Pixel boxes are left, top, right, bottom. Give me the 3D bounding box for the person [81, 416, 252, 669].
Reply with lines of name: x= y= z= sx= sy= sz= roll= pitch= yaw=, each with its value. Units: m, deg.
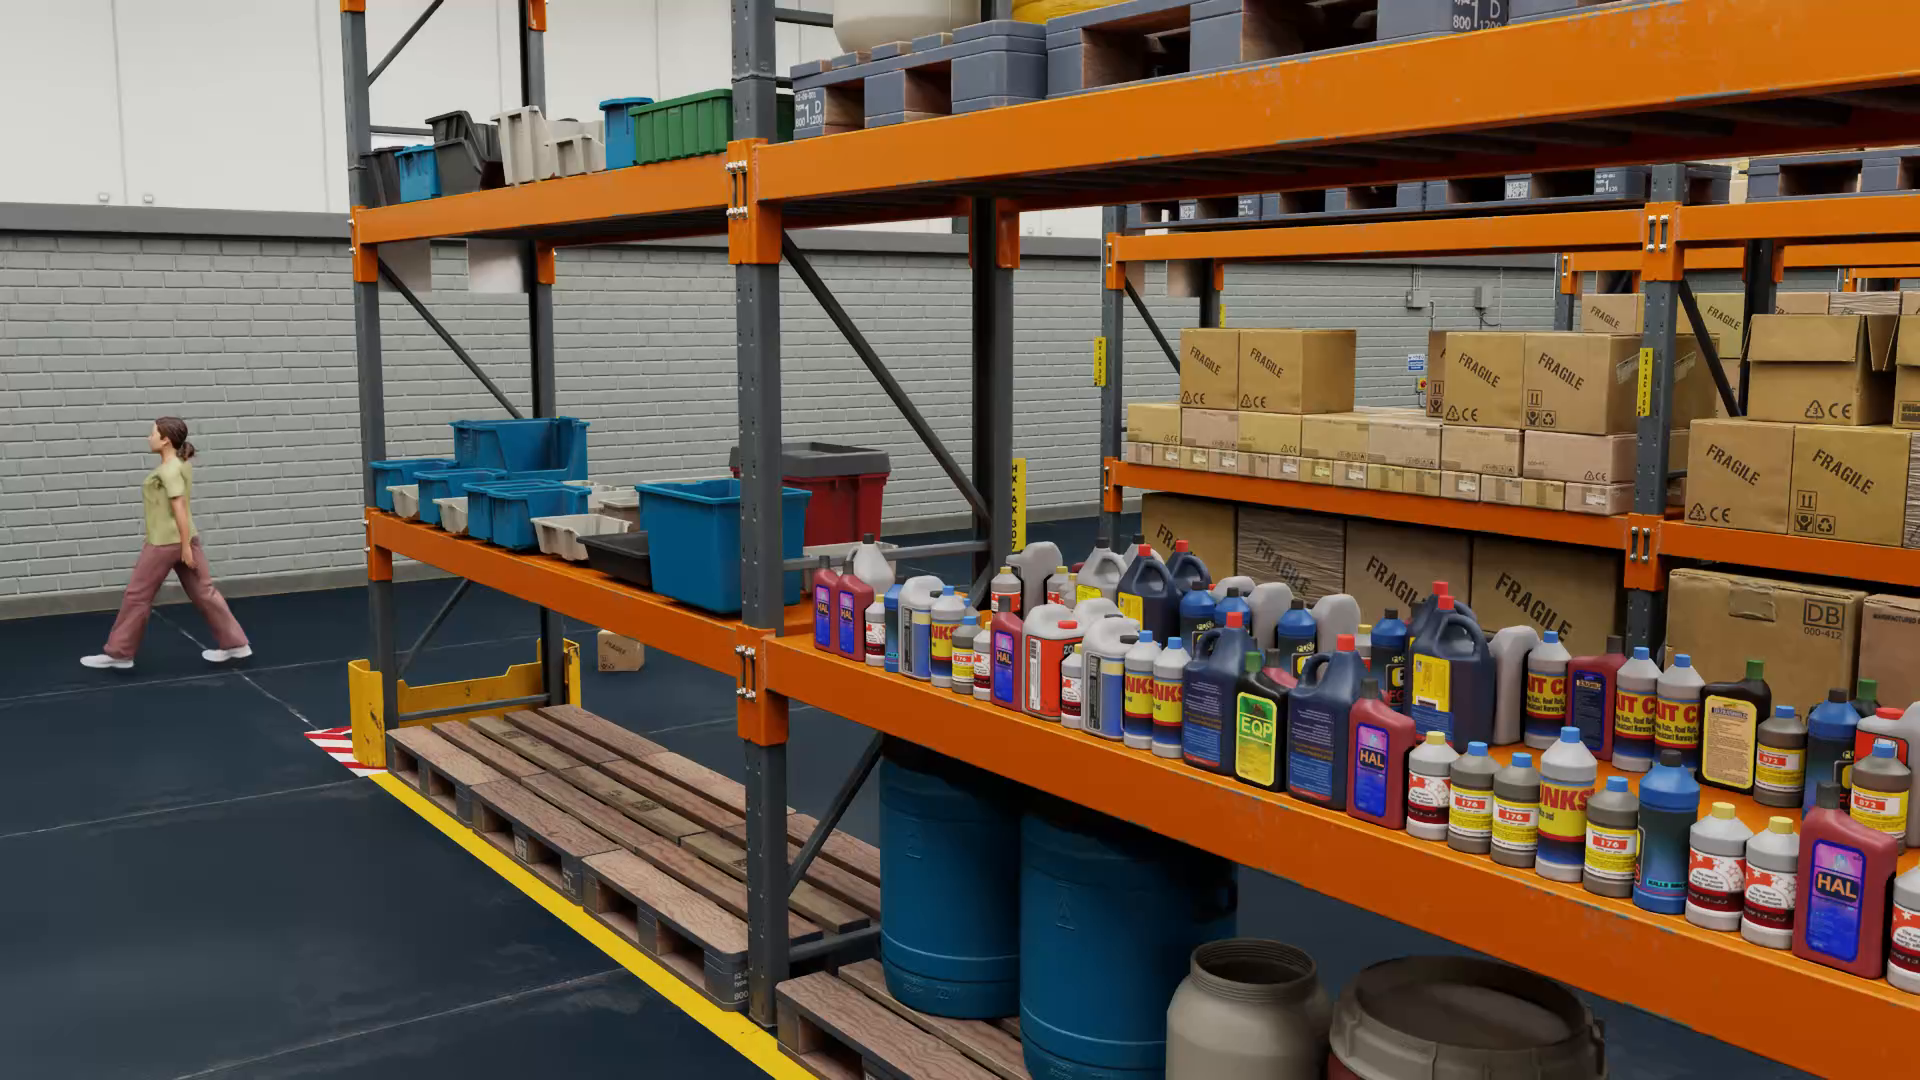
person: x=-5.132 y=0.012 z=10.708 sx=1.010 sy=1.609 sz=0.448 roll=-1 pitch=8 yaw=-5
